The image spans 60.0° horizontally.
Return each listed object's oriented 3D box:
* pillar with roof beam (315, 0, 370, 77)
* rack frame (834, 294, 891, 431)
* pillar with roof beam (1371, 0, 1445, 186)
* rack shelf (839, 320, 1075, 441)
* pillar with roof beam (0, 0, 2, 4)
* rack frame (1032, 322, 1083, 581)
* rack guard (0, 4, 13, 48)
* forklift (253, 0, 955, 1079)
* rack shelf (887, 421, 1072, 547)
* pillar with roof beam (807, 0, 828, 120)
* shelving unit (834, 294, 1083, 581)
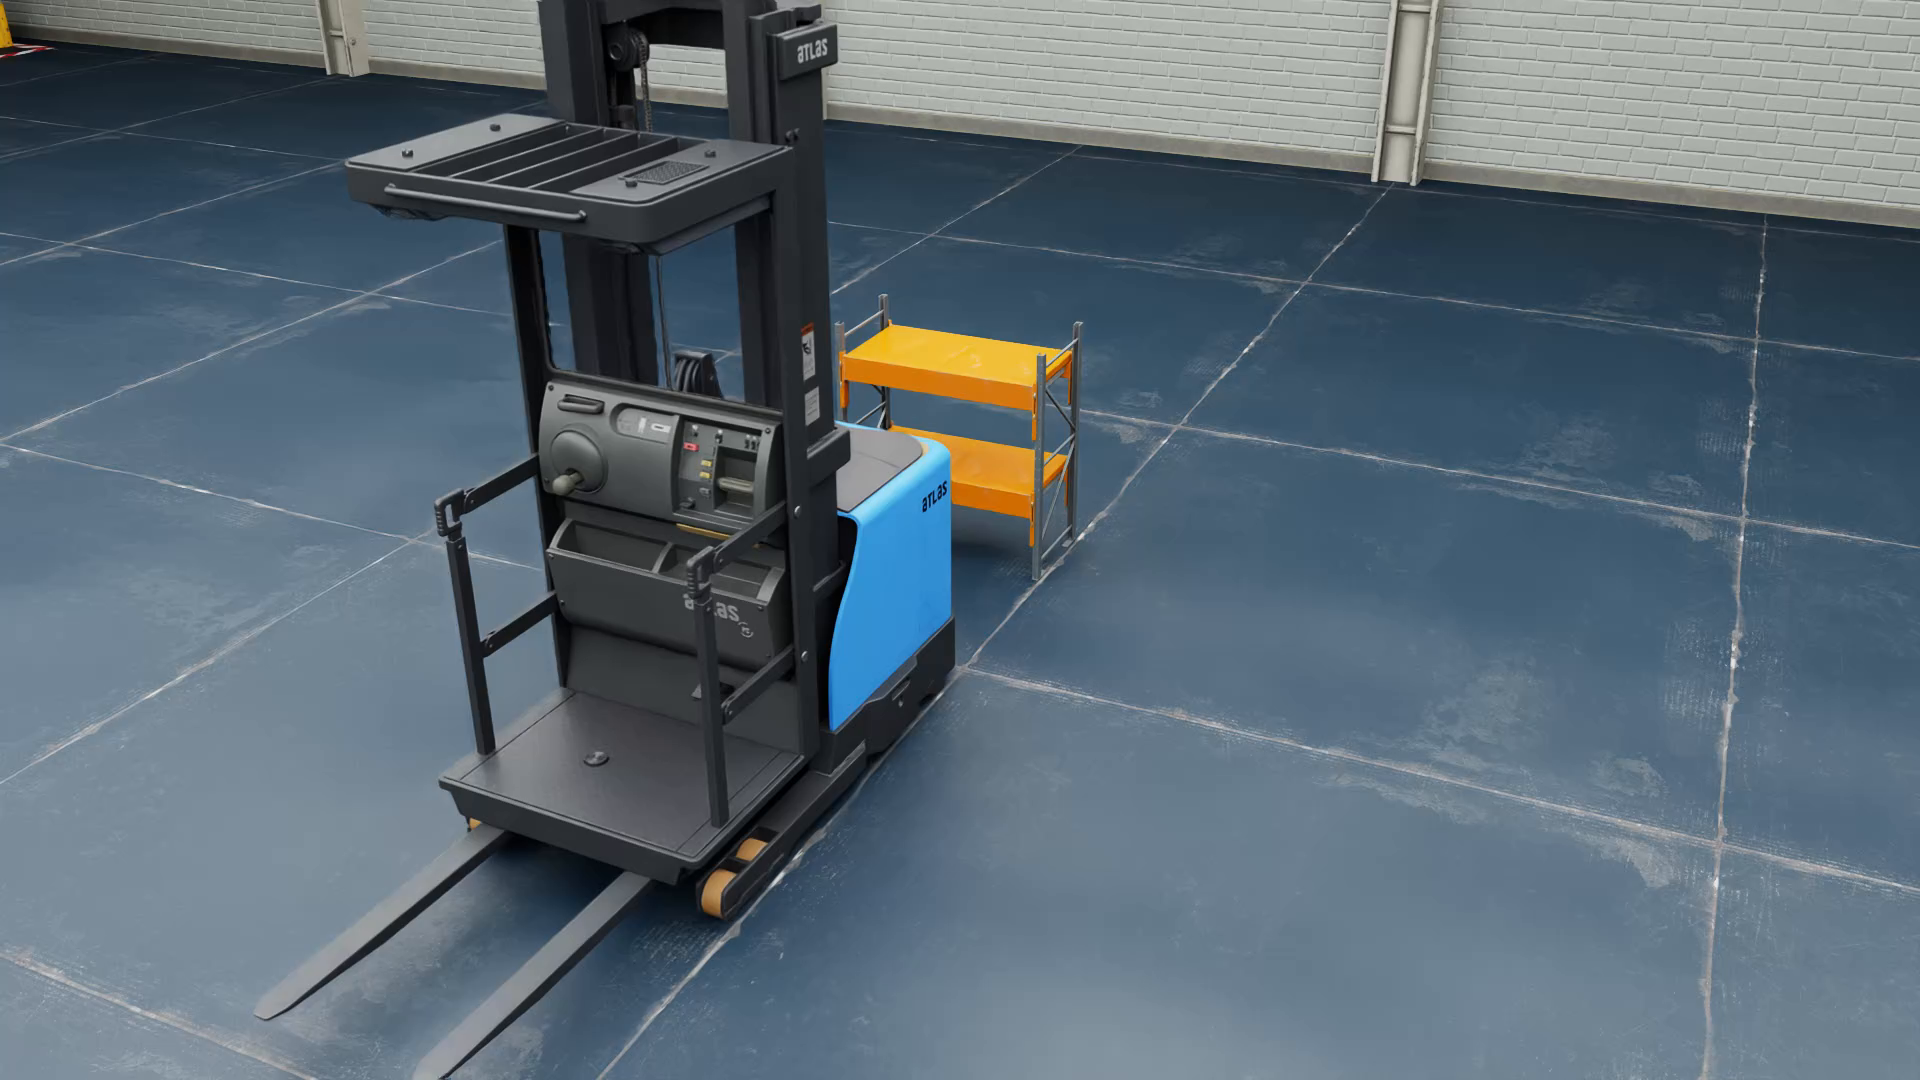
[{"bbox_3d":[-8.833,-7.696,13.694,0.400,9.000,9.100,11,28,22],"label":"pillar with roof beam"},{"bbox_3d":[-0.469,-0.599,8.193,0.032,1.125,0.500,11,28,22],"label":"rack frame"},{"bbox_3d":[2.091,-5.502,9.237,0.400,9.000,9.100,11,28,22],"label":"pillar with roof beam"},{"bbox_3d":[-0.006,-0.768,7.875,1.000,0.278,0.538,11,28,22],"label":"rack shelf"},{"bbox_3d":[-14.295,-8.793,15.922,0.400,9.000,9.100,11,28,22],"label":"pillar with roof beam"},{"bbox_3d":[0.457,-0.413,7.815,0.032,1.125,0.500,11,28,22],"label":"rack frame"},{"bbox_3d":[-12.230,-6.217,20.312,0.348,0.500,1.175,11,28,22],"label":"rack guard"},{"bbox_3d":[-1.123,-0.252,5.444,1.130,2.935,3.031,12,29,23],"label":"forklift"},{"bbox_3d":[-0.006,-0.287,8.112,1.000,0.278,0.538,11,28,22],"label":"rack shelf"},{"bbox_3d":[-3.371,-6.599,11.466,0.400,9.000,9.100,11,28,22],"label":"pillar with roof beam"},{"bbox_3d":[-0.006,-0.506,8.004,1.048,1.125,0.538,11,28,22],"label":"shelving unit"}]
